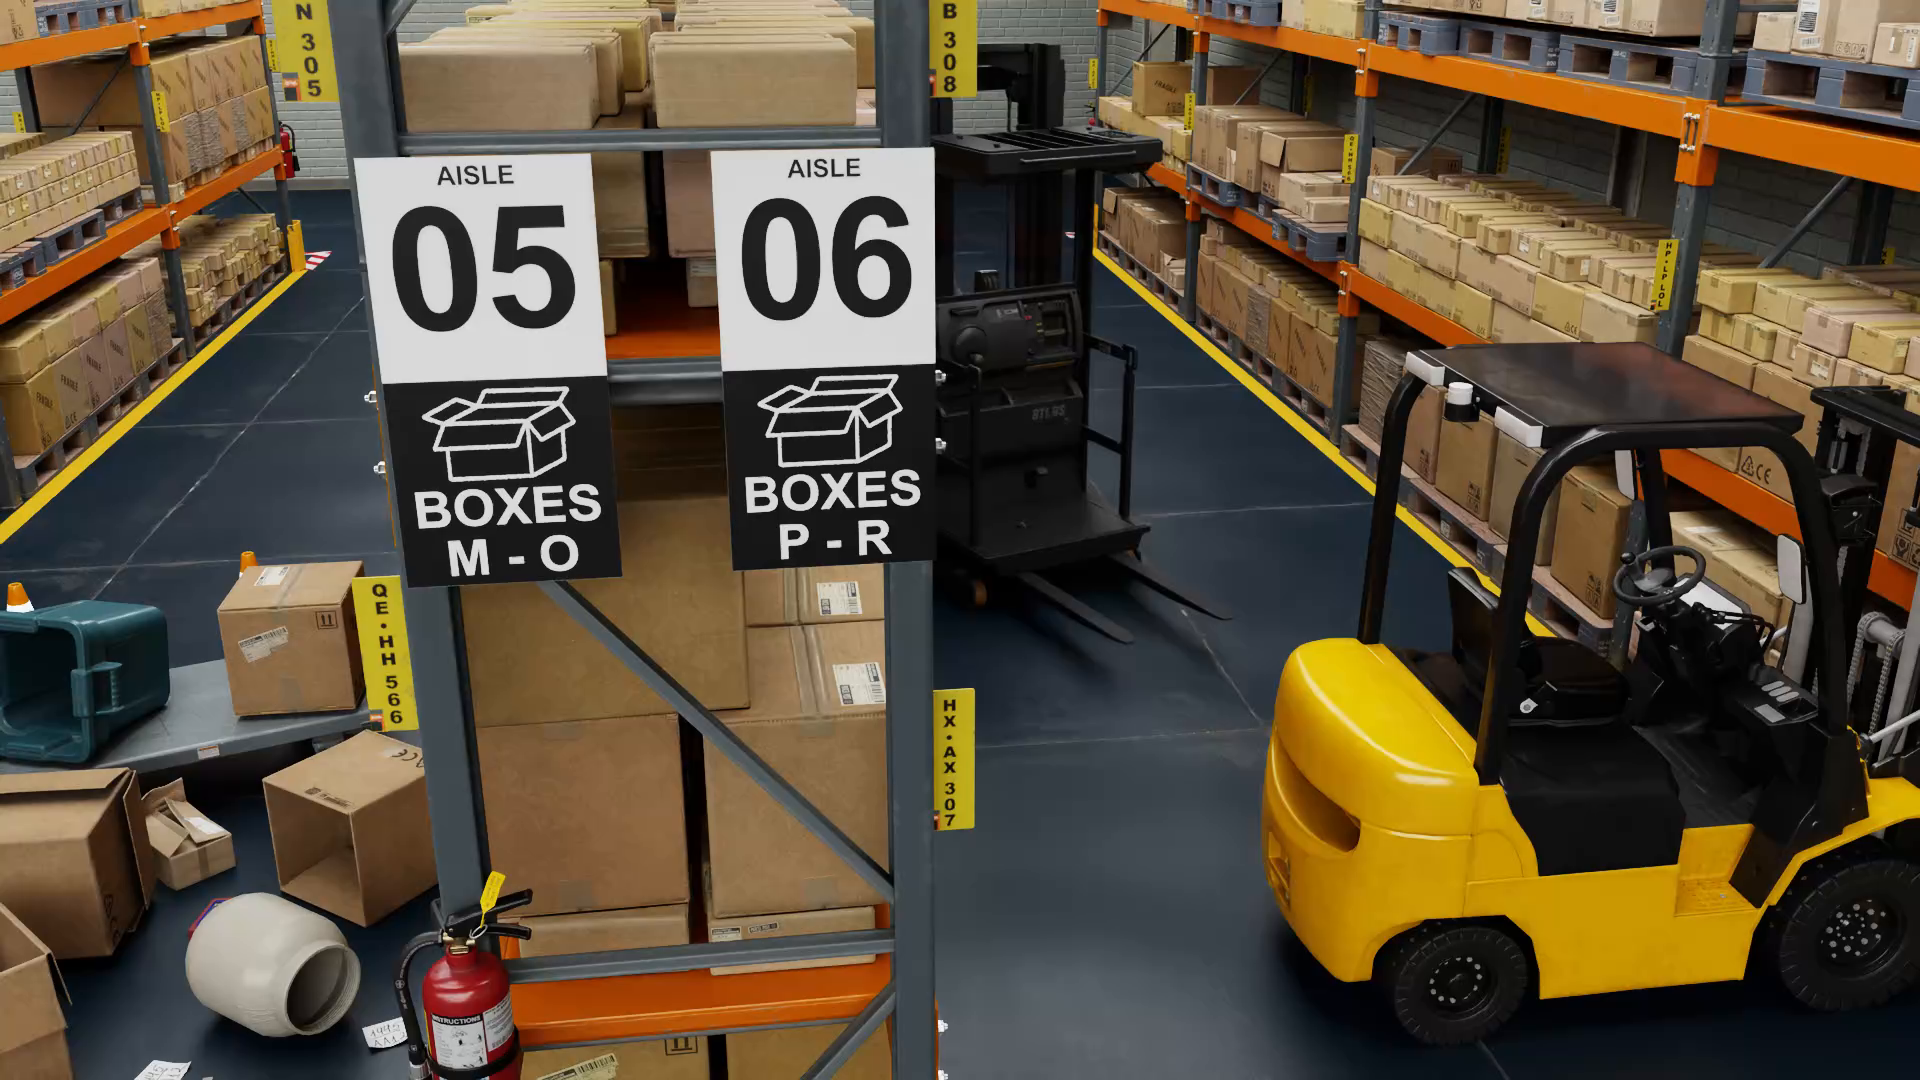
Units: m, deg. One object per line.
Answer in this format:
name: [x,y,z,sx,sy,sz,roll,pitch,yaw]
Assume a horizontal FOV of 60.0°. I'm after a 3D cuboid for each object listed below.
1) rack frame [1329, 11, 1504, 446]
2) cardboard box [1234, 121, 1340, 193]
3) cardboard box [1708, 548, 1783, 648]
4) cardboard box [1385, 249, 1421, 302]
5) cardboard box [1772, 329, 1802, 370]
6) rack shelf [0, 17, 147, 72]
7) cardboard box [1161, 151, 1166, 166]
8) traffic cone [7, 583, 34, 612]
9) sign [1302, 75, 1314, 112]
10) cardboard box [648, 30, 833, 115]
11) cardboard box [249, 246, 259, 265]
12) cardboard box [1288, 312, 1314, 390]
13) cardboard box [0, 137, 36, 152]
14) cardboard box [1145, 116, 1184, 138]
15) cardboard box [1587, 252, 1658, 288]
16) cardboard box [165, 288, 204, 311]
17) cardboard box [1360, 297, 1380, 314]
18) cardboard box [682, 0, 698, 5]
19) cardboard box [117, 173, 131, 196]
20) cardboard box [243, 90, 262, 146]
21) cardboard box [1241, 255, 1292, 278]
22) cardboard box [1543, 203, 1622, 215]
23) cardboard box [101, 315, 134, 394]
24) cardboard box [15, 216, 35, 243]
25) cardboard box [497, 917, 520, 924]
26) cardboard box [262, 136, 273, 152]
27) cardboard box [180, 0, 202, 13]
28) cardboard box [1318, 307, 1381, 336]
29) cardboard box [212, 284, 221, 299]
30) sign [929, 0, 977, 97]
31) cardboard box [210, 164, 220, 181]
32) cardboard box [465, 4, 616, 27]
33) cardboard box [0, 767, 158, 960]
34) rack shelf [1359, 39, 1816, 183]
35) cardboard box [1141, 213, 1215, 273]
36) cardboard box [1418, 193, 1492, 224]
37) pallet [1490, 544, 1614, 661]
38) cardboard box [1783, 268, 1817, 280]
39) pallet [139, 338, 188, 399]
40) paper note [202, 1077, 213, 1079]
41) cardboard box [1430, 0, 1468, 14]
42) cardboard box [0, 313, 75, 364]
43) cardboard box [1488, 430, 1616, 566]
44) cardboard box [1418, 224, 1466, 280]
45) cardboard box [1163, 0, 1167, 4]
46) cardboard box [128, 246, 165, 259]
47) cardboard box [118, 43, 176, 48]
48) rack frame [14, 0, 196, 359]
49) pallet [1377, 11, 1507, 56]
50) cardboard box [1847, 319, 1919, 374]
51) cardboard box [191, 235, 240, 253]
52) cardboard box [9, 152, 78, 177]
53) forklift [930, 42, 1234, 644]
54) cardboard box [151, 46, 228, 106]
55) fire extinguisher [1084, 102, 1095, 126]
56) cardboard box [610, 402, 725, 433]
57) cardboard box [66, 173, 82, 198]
rack frame: [3.202,-2.129,11.630,1.000,3.000,0.127,-3,21,-8]
cardboard box: [2.661,-3.128,13.561,0.700,0.500,0.500,-3,21,-8]
cardboard box: [3.601,0.240,7.188,0.500,0.250,0.500,-3,21,-8]
cardboard box: [3.091,-1.719,10.745,0.500,0.250,0.500,-3,21,-9]
cardboard box: [3.668,-0.793,6.982,0.380,0.149,0.250,-3,21,-8]
rack shelf: [-6.882,-3.354,11.649,1.077,0.370,4.000,-3,21,-8]
cardboard box: [2.198,-3.764,16.366,0.380,0.149,0.250,-2,21,-6]
traffic cone: [-4.716,0.440,8.377,0.336,0.463,0.334,-3,21,-8]
sign: [3.174,-4.086,15.213,0.100,0.325,0.005,-3,21,-8]
cardboard box: [-0.458,-0.989,3.508,0.380,0.149,0.250,-3,21,-8]
cardboard box: [-7.224,-2.836,16.573,0.380,0.149,0.250,-3,21,-7]
cardboard box: [2.866,-1.464,12.822,0.500,0.500,0.500,-3,21,-9]
cardboard box: [-7.522,-3.080,13.083,0.380,0.149,0.250,-2,21,-6]
cardboard box: [2.165,-4.093,16.678,0.500,0.250,0.500,-3,21,-8]
cardboard box: [3.471,-1.378,8.548,0.380,0.149,0.250,-3,21,-8]
cardboard box: [-6.906,-2.120,14.654,0.380,0.149,0.250,-2,21,-5]
cardboard box: [3.308,-1.830,12.875,0.380,0.149,0.250,-3,21,-7]
cardboard box: [-0.706,-1.695,5.400,0.380,0.149,0.250,-3,21,-9]
cardboard box: [-6.879,-2.839,13.290,0.380,0.149,0.250,-3,21,-7]
cardboard box: [-7.358,-4.228,16.680,0.500,0.500,0.500,-3,21,-9]
cardboard box: [2.630,-2.343,14.248,0.380,0.149,0.250,-3,21,-8]
cardboard box: [3.758,-1.942,10.058,0.380,0.149,0.250,-3,21,-9]
cardboard box: [-6.671,-1.405,12.662,0.500,0.500,0.500,-3,21,-9]
cardboard box: [-6.576,-2.117,11.355,0.380,0.149,0.250,-2,21,-5]
cardboard box: [-0.968,0.809,4.122,0.380,0.149,0.250,-3,21,-8]
cardboard box: [-7.420,-4.146,17.390,0.380,0.149,0.250,-3,21,-8]
cardboard box: [-7.112,-4.841,14.817,0.500,0.250,0.500,-2,21,-5]
cardboard box: [2.880,-1.617,12.304,0.380,0.149,0.250,-4,21,-10]
cardboard box: [-7.189,-2.334,15.651,0.380,0.149,0.250,-4,21,-10]
sign: [-0.019,-0.950,2.936,0.100,0.325,0.005,-3,21,-8]
cardboard box: [-7.125,-3.428,15.467,0.380,0.149,0.250,-2,21,-5]
cardboard box: [-1.152,-1.400,4.610,0.380,0.149,0.250,-2,21,-6]
cardboard box: [-3.458,1.194,6.105,0.797,0.637,0.503,-3,21,-8]
rack shelf: [3.490,-2.505,9.377,1.077,0.370,4.000,-3,21,-8]
cardboard box: [2.277,-3.051,17.070,0.700,0.500,0.500,-4,21,-10]
cardboard box: [3.109,-2.085,10.441,0.380,0.149,0.250,-3,21,-7]
pallet: [3.634,0.309,9.087,1.003,0.211,1.213,-3,21,-8]
cardboard box: [3.940,-1.227,8.145,0.380,0.149,0.250,-3,21,-9]
pallet: [-7.056,-1.402,13.668,1.003,0.211,1.213,-3,21,-8]
paper note: [-2.464,1.789,5.412,0.032,0.001,0.123,-3,21,-8]
cardboard box: [3.237,-3.392,9.838,0.700,0.500,0.500,-3,21,-9]
cardboard box: [-6.526,-1.396,11.568,0.500,0.250,0.500,-3,21,-8]
cardboard box: [3.588,-0.278,9.466,0.875,0.625,0.625,-3,21,-8]
cardboard box: [3.153,-1.772,10.172,0.500,0.250,0.500,-3,21,-9]
cardboard box: [2.178,-5.269,16.108,0.380,0.149,0.250,-2,21,-6]
cardboard box: [-7.739,-2.676,15.717,0.380,0.149,0.250,-4,21,-10]
cardboard box: [-7.813,-4.493,15.961,0.500,0.500,0.500,-3,21,-9]
rack frame: [-7.170,-2.978,13.902,1.000,3.000,0.127,-3,21,-8]
pallet: [3.388,-3.215,10.521,1.213,0.211,1.003,-2,21,-5]
cardboard box: [3.703,-0.752,6.448,0.380,0.149,0.250,-3,21,-9]
cardboard box: [-7.280,-2.879,16.262,0.380,0.149,0.250,-4,21,-10]
cardboard box: [-6.732,-2.755,12.214,0.380,0.149,0.250,-4,21,-10]
forklift: [0.382,-1.174,9.170,1.130,2.935,3.031,-11,23,-27]
cardboard box: [-7.198,-4.333,15.534,0.500,0.500,0.500,-4,21,-10]
fire extinguisher: [1.570,-4.716,19.198,0.296,0.674,0.183,-3,21,-8]
cardboard box: [-0.912,-0.104,4.210,0.700,0.500,0.500,-3,21,-7]
cardboard box: [-6.724,-2.612,12.257,0.380,0.149,0.250,-3,21,-8]
